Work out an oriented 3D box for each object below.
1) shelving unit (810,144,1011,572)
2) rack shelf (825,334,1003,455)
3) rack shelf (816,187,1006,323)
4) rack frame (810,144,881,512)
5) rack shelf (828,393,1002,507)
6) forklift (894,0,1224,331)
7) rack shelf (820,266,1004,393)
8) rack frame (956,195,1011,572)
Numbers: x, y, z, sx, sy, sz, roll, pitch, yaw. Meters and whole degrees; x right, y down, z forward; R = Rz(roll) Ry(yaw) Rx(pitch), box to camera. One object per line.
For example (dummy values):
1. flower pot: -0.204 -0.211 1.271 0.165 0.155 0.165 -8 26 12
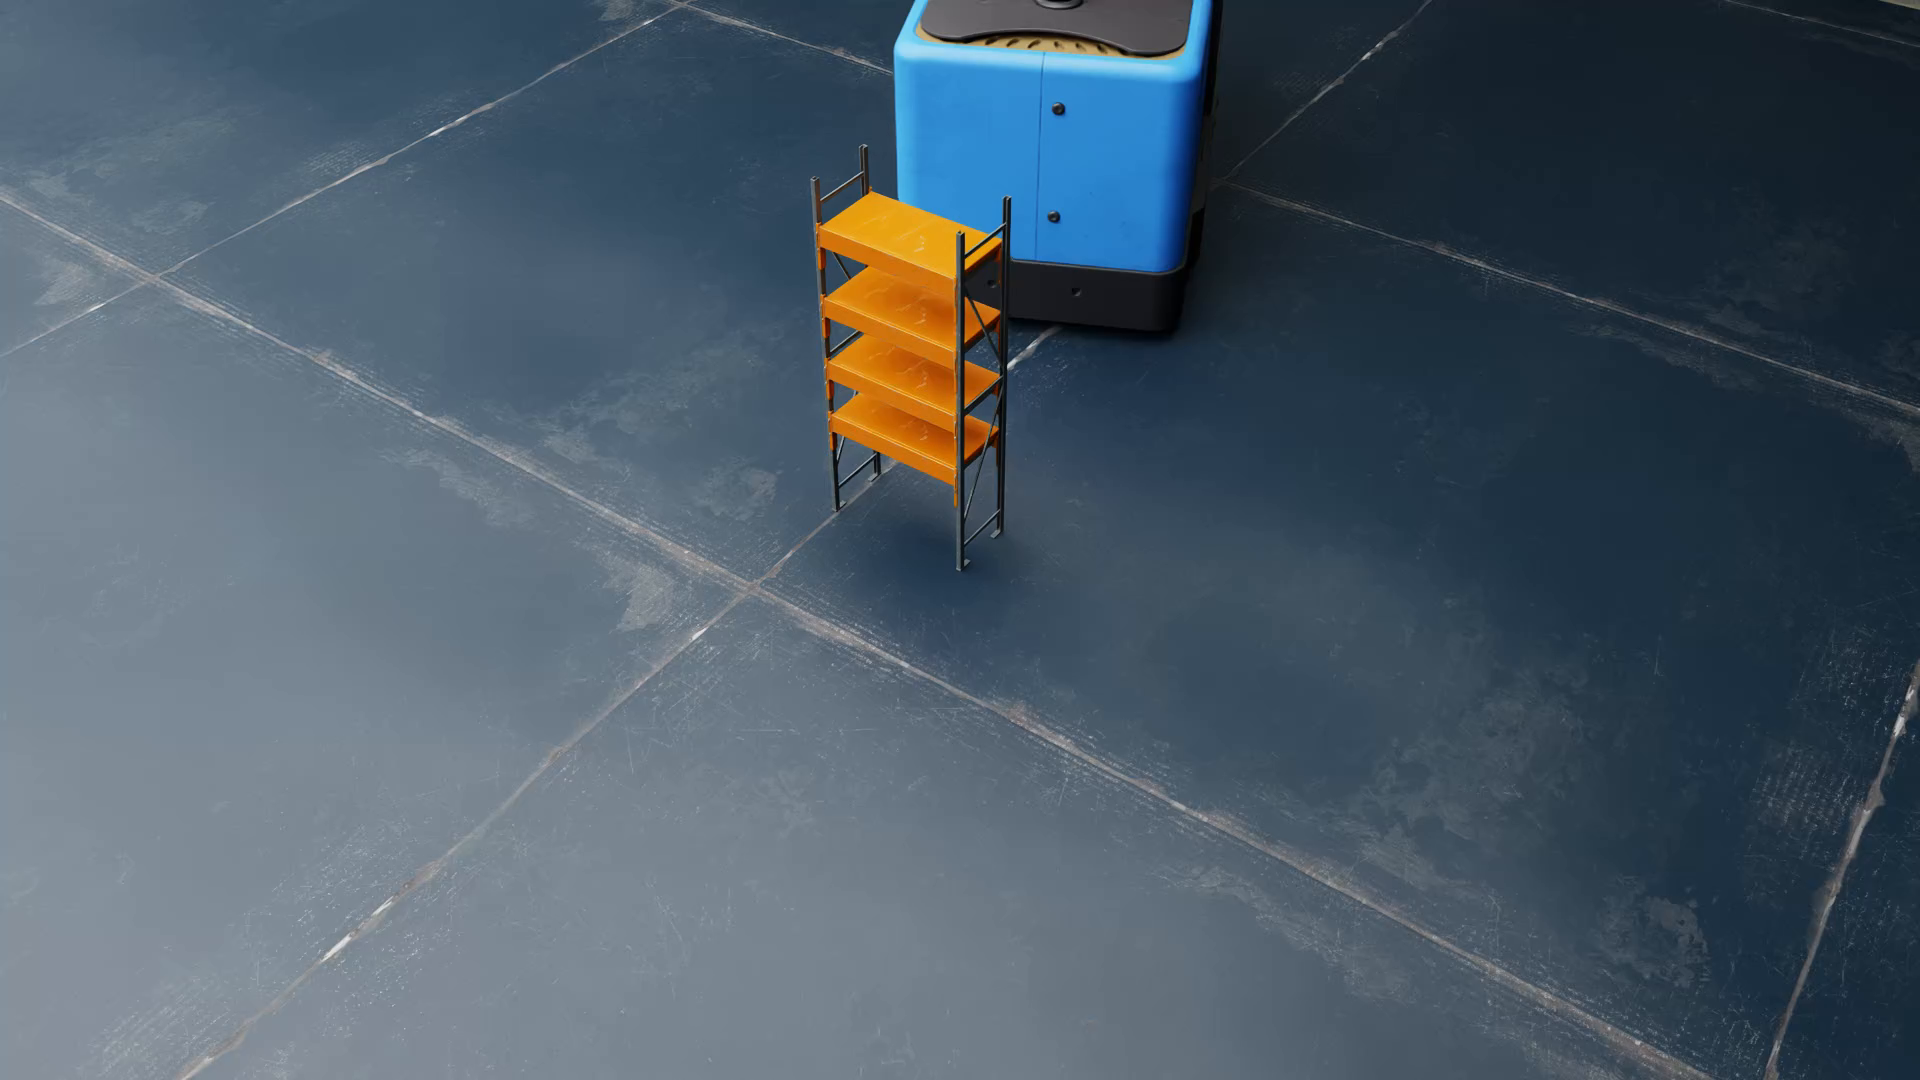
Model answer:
1. shelving unit: -0.136 -0.511 4.921 0.503 1.200 0.258 25 48 25
2. rack shelf: -0.136 -0.460 4.966 0.480 0.148 0.258 25 48 25
3. rack shelf: -0.136 -0.803 4.659 0.480 0.148 0.258 25 48 25
4. rack frame: -0.335 -0.604 5.025 0.015 1.200 0.240 25 48 25
5. rack shelf: -0.136 -0.312 5.098 0.480 0.148 0.258 25 48 25
6. forklift: 0.530 -2.833 6.218 1.130 2.935 3.031 7 42 7
7. rack shelf: -0.136 -0.627 4.816 0.480 0.148 0.258 25 48 25
8. rack frame: 0.064 -0.417 4.816 0.015 1.200 0.240 25 48 25
